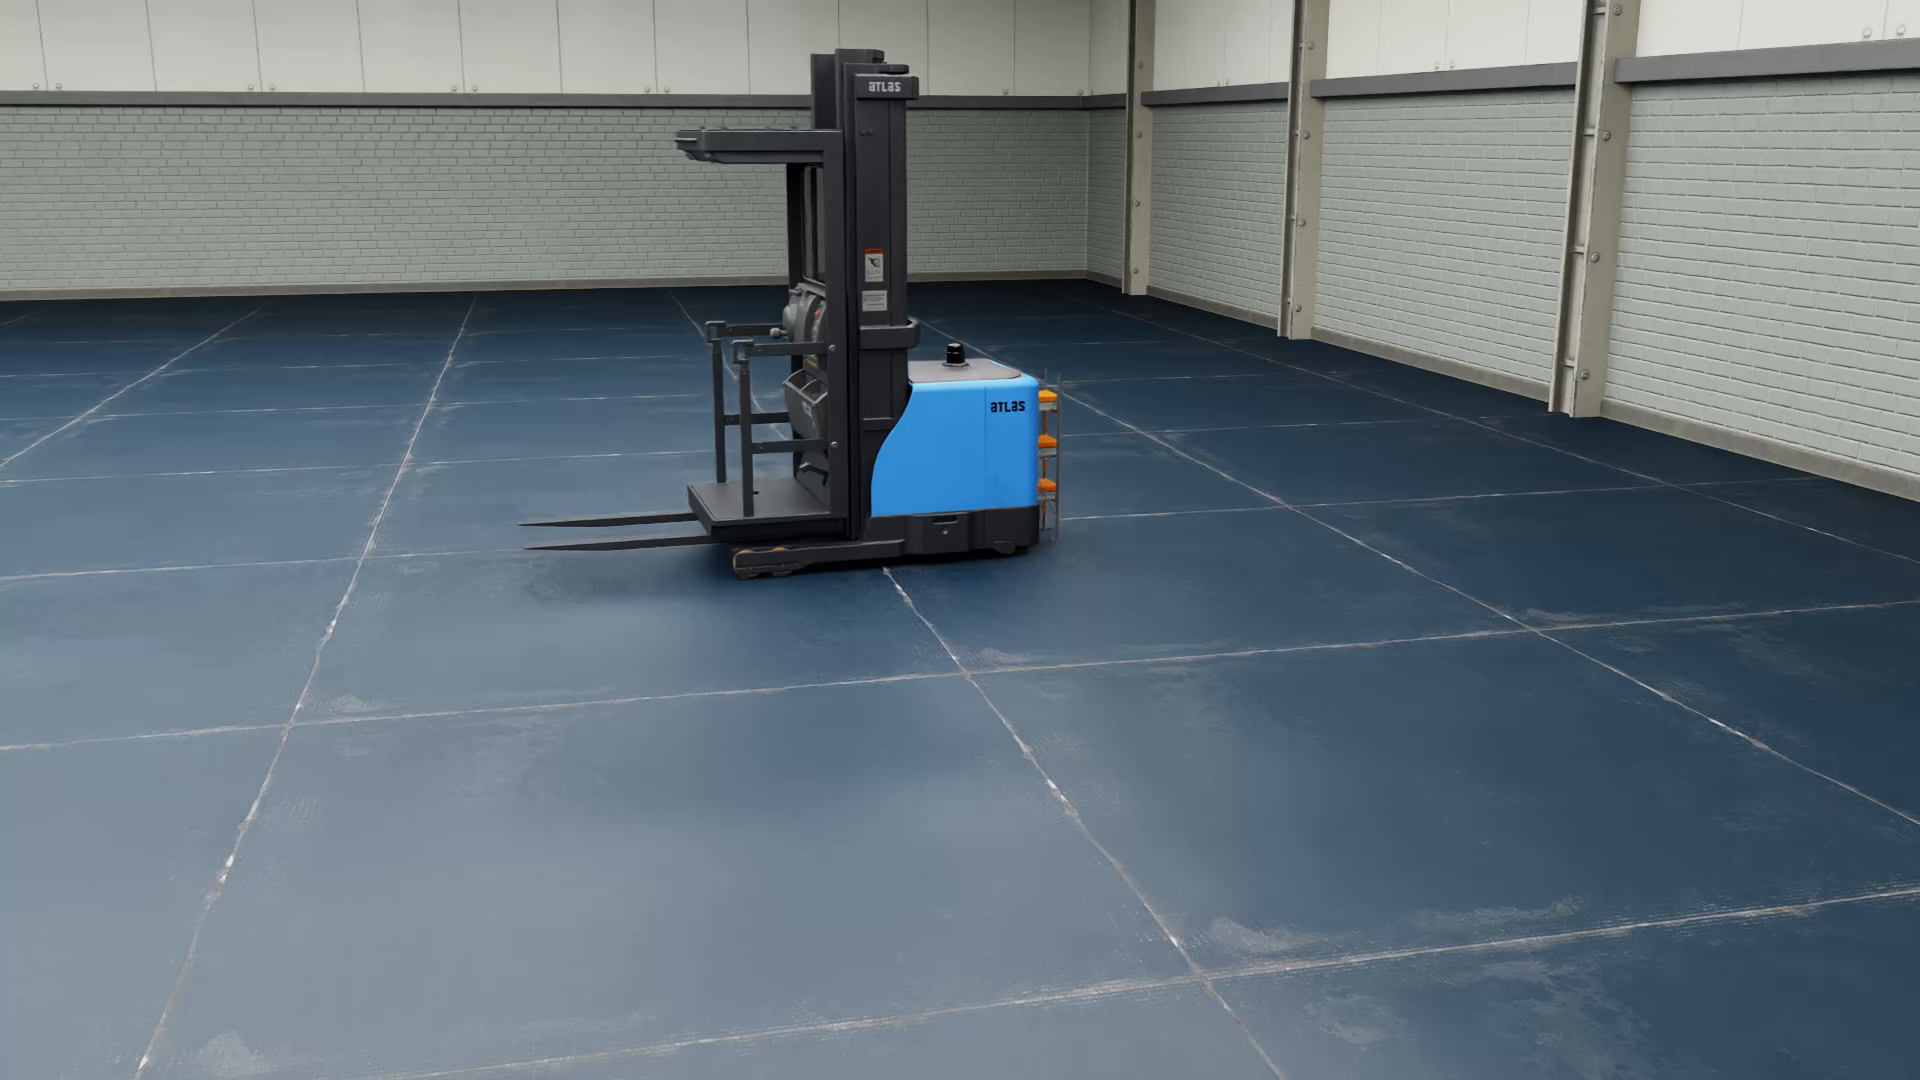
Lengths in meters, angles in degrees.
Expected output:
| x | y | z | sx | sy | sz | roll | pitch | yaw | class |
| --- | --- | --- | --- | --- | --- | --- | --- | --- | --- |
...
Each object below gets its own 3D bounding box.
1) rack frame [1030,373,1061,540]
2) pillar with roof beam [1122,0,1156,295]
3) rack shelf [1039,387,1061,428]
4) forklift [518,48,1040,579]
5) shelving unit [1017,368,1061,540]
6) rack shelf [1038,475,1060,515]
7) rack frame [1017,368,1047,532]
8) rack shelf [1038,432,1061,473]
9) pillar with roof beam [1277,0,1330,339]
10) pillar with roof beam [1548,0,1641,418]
| x | y | z | sx | sy | sz | roll | pitch | yaw | class |
| --- | --- | --- | --- | --- | --- | --- | --- | --- | --- |
| 0.520 | -0.504 | 10.279 | 0.200 | 1.050 | 0.008 | -4 | 14 | -16 | rack frame |
| -1.398 | -8.053 | 24.429 | 9.100 | 9.000 | 0.400 | -3 | 14 | -13 | pillar with roof beam |
| 0.485 | -0.797 | 10.328 | 0.215 | 0.259 | 0.240 | -4 | 14 | -16 | rack shelf |
| -1.094 | -1.342 | 9.745 | 3.031 | 2.935 | 1.130 | -4 | 14 | -16 | forklift |
| 0.485 | -0.532 | 10.393 | 0.215 | 1.050 | 0.252 | -4 | 14 | -16 | shelving unit |
| 0.485 | -0.252 | 10.461 | 0.215 | 0.259 | 0.240 | -4 | 14 | -16 | rack shelf |
| 0.450 | -0.560 | 10.506 | 0.200 | 1.050 | 0.008 | -4 | 14 | -16 | rack frame |
| 0.485 | -0.522 | 10.395 | 0.215 | 0.259 | 0.240 | -4 | 14 | -16 | rack shelf |
| 0.011 | -6.669 | 18.764 | 9.100 | 9.000 | 0.400 | -3 | 14 | -13 | pillar with roof beam |
| 1.420 | -5.285 | 13.098 | 9.100 | 9.000 | 0.400 | -3 | 14 | -13 | pillar with roof beam |
